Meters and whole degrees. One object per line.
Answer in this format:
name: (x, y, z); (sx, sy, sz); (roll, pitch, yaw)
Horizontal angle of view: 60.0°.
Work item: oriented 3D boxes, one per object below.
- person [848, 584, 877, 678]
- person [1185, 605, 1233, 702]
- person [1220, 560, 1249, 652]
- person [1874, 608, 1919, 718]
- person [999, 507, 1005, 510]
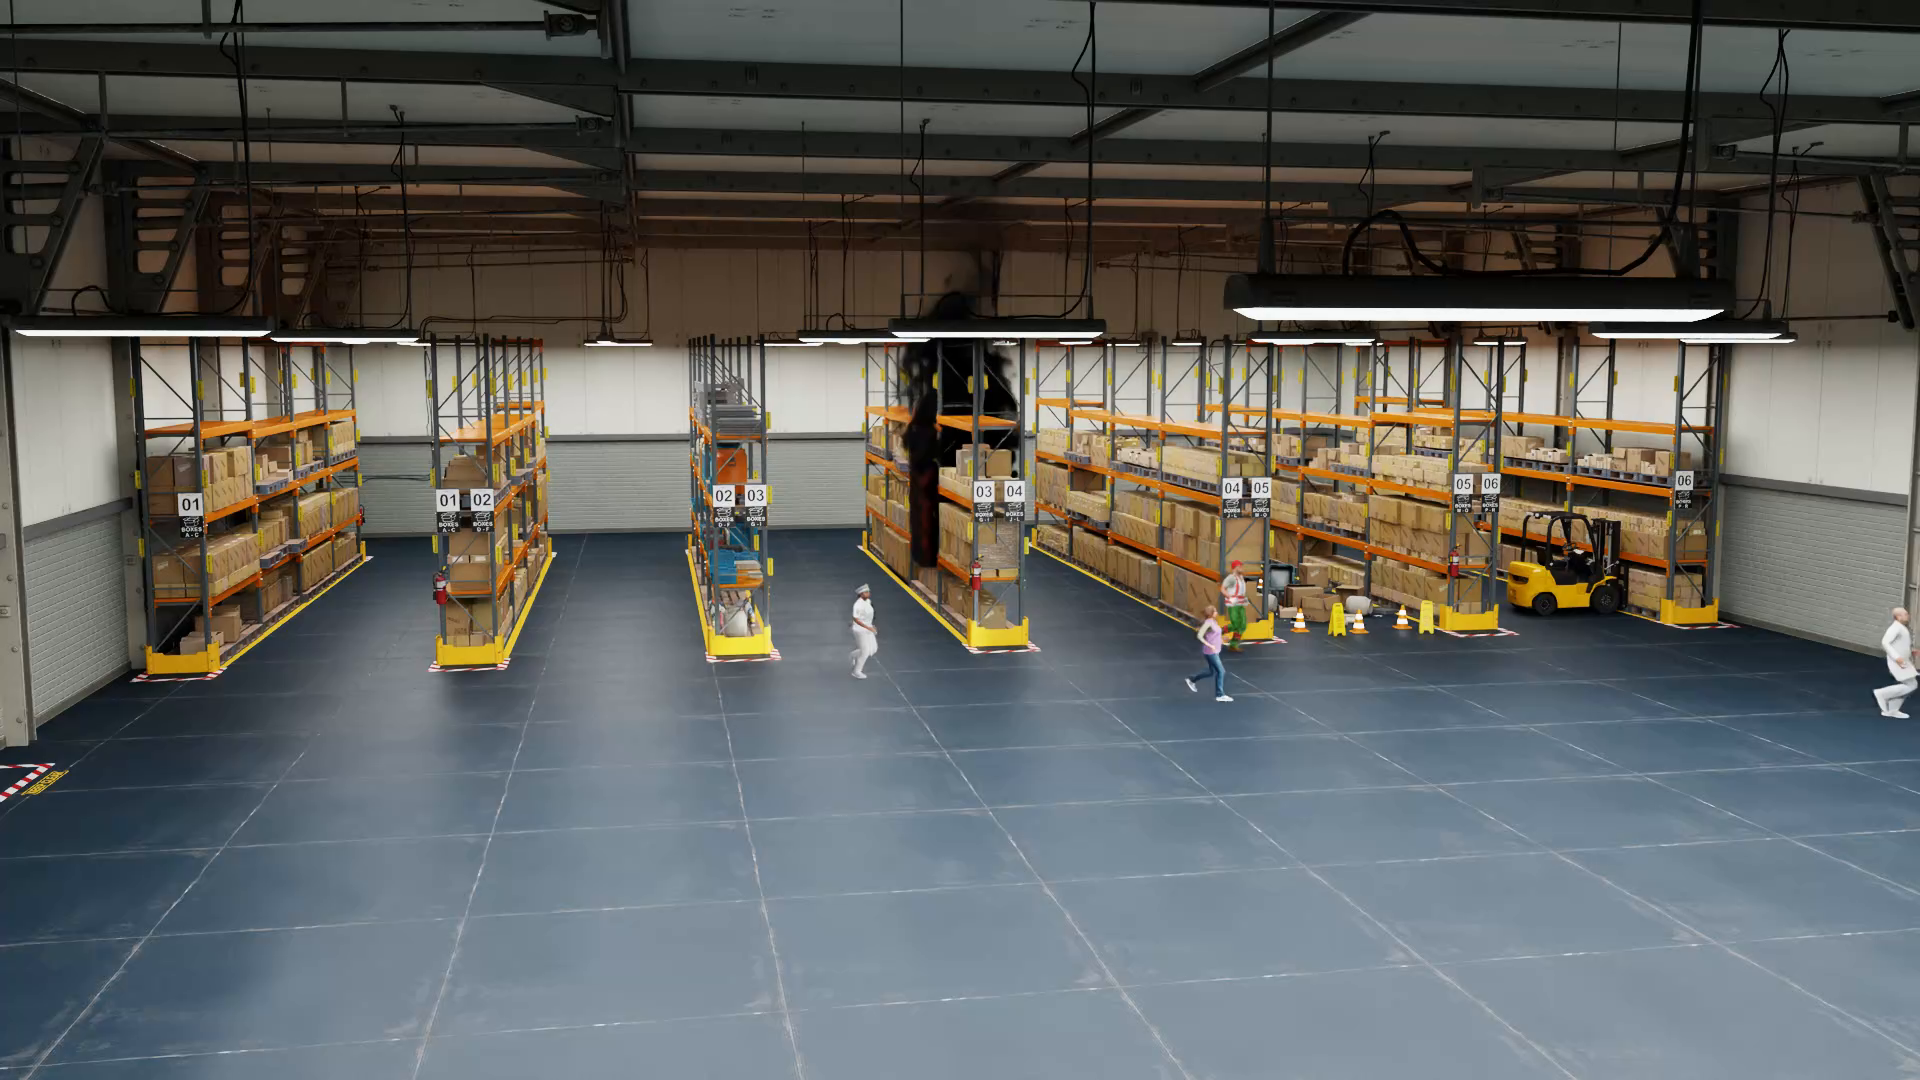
person: (-1.690, 1.584, 29.105); (0.626, 1.659, 0.597); (3, 7, 24)
person: (4.068, 1.837, 27.129); (0.805, 1.568, 0.548); (2, 7, 19)
person: (5.208, 1.242, 31.676); (0.586, 1.737, 0.677); (6, 9, 41)
person: (14.604, 1.912, 25.842); (0.632, 1.733, 0.709); (4, 8, 34)
person: (1.224, -0.430, 46.799); (0.627, 1.601, 0.548); (-1, 7, -5)
